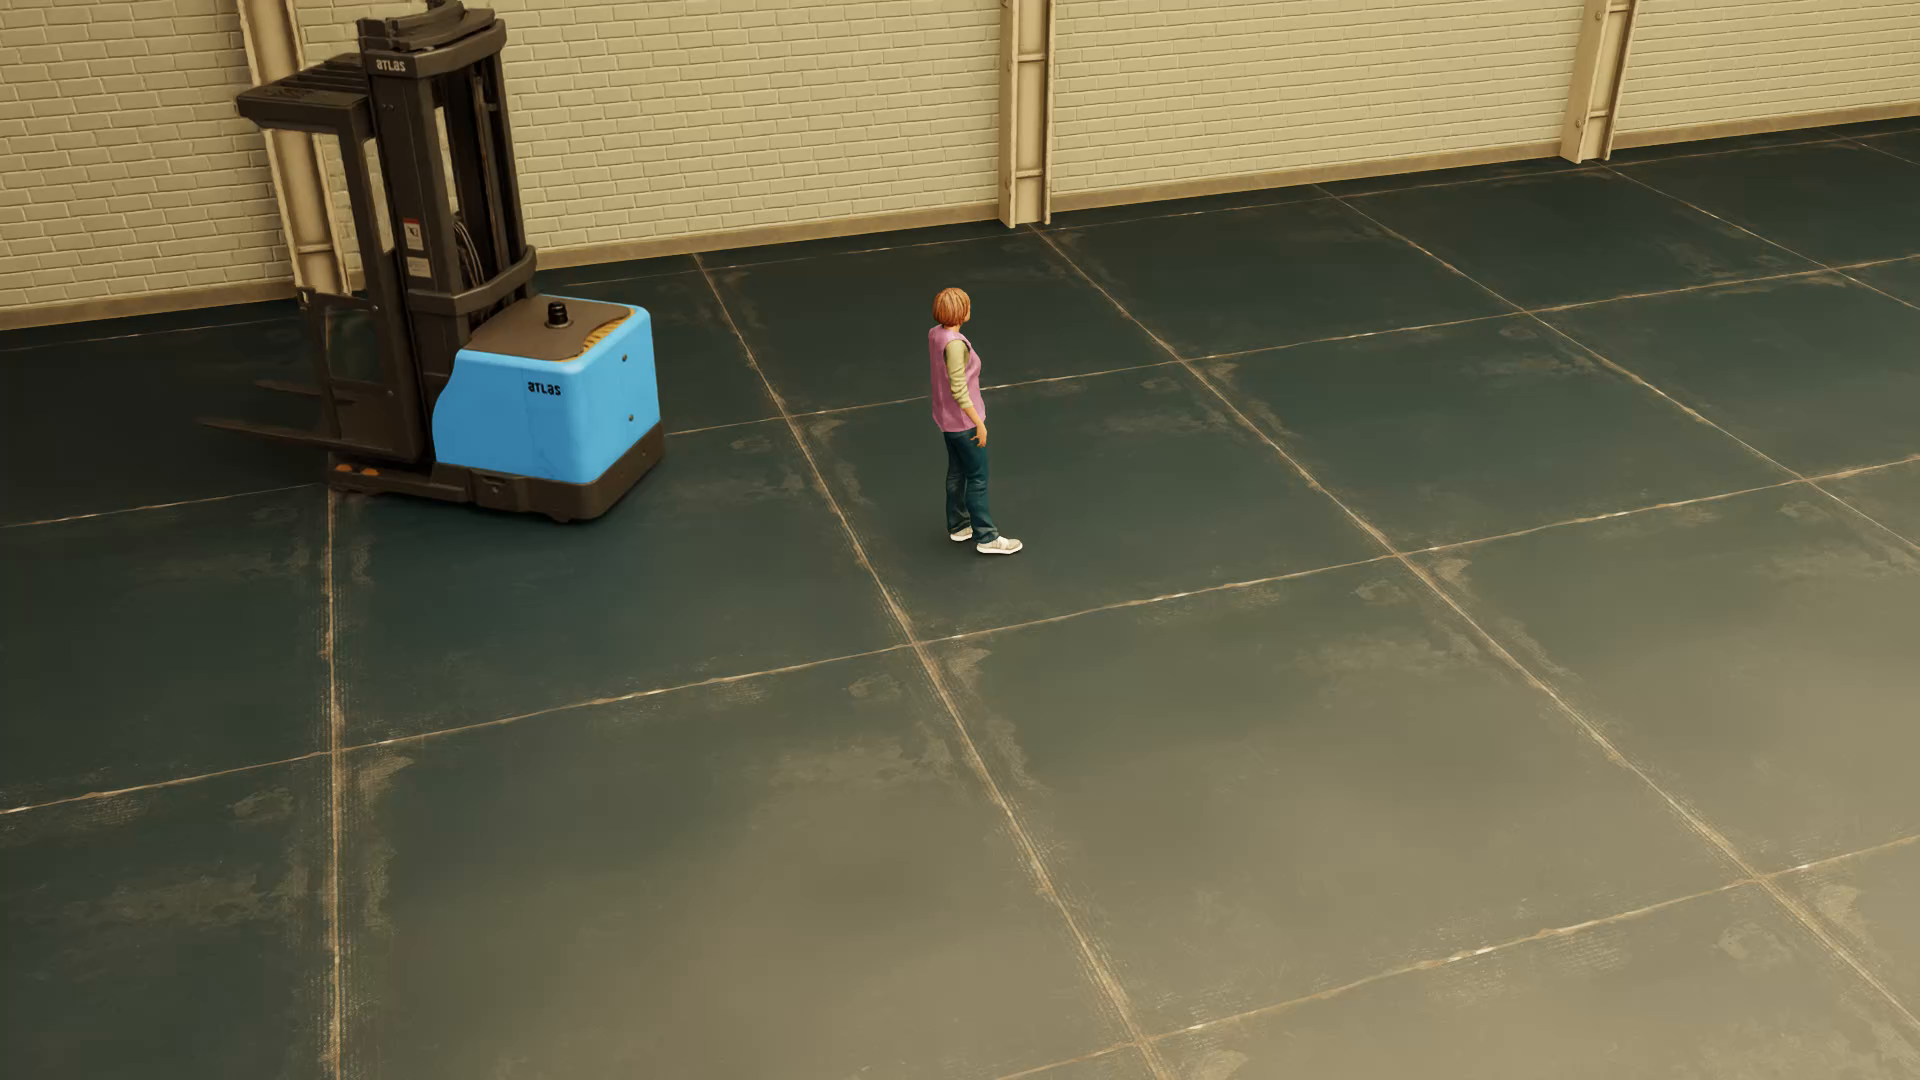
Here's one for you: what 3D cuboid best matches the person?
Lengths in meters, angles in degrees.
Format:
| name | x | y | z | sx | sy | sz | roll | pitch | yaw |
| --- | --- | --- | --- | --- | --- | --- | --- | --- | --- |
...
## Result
| name | x | y | z | sx | sy | sz | roll | pitch | yaw |
| --- | --- | --- | --- | --- | --- | --- | --- | --- | --- |
| person | 0.074 | -0.704 | 9.633 | 0.476 | 1.597 | 0.520 | -10 | 31 | -16 |

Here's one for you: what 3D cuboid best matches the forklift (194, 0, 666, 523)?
| name | x | y | z | sx | sy | sz | roll | pitch | yaw |
| --- | --- | --- | --- | --- | --- | --- | --- | --- | --- |
| forklift | -3.501 | -1.793 | 10.204 | 3.031 | 2.935 | 1.130 | 9 | 31 | 15 |
